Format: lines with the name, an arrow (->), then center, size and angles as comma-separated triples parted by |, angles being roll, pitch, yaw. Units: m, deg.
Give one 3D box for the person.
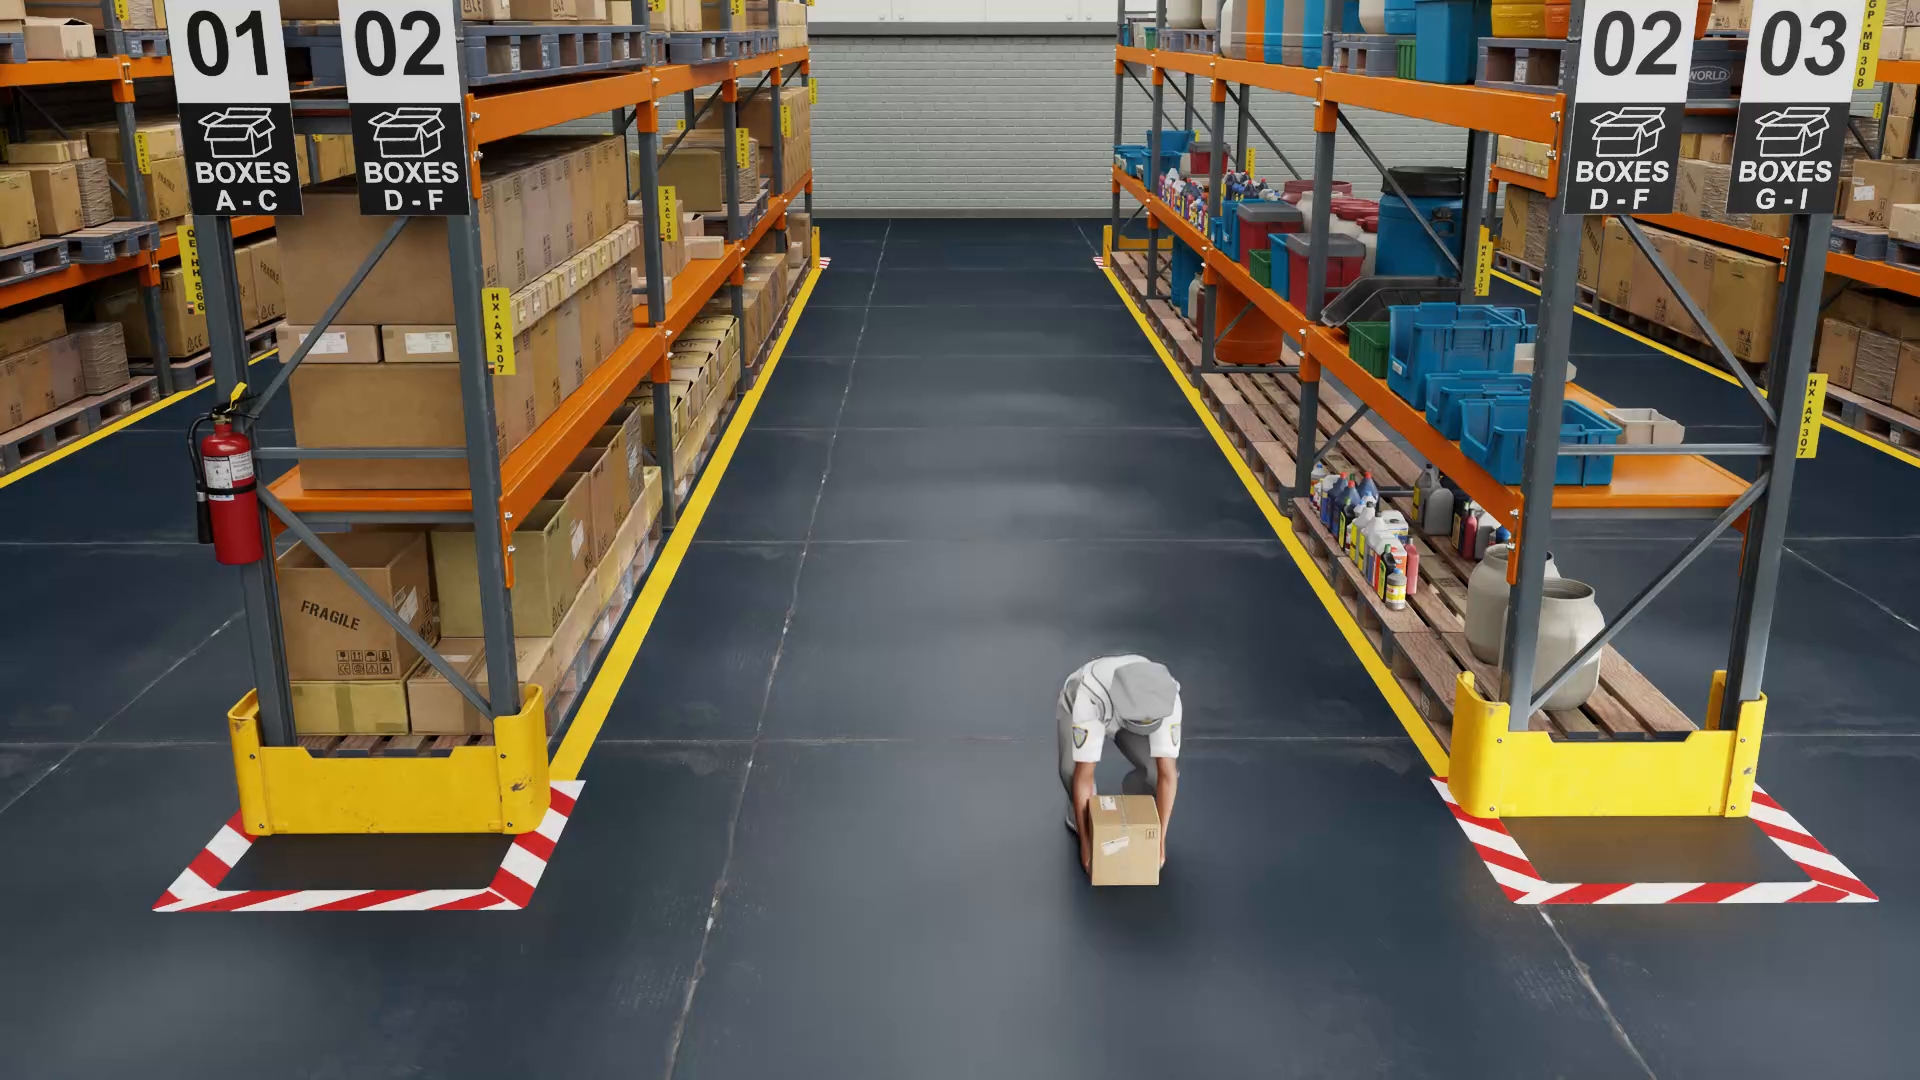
person -> 0.616, 0.778, 6.503 | 0.470, 0.850, 0.871 | 0, 17, -1
